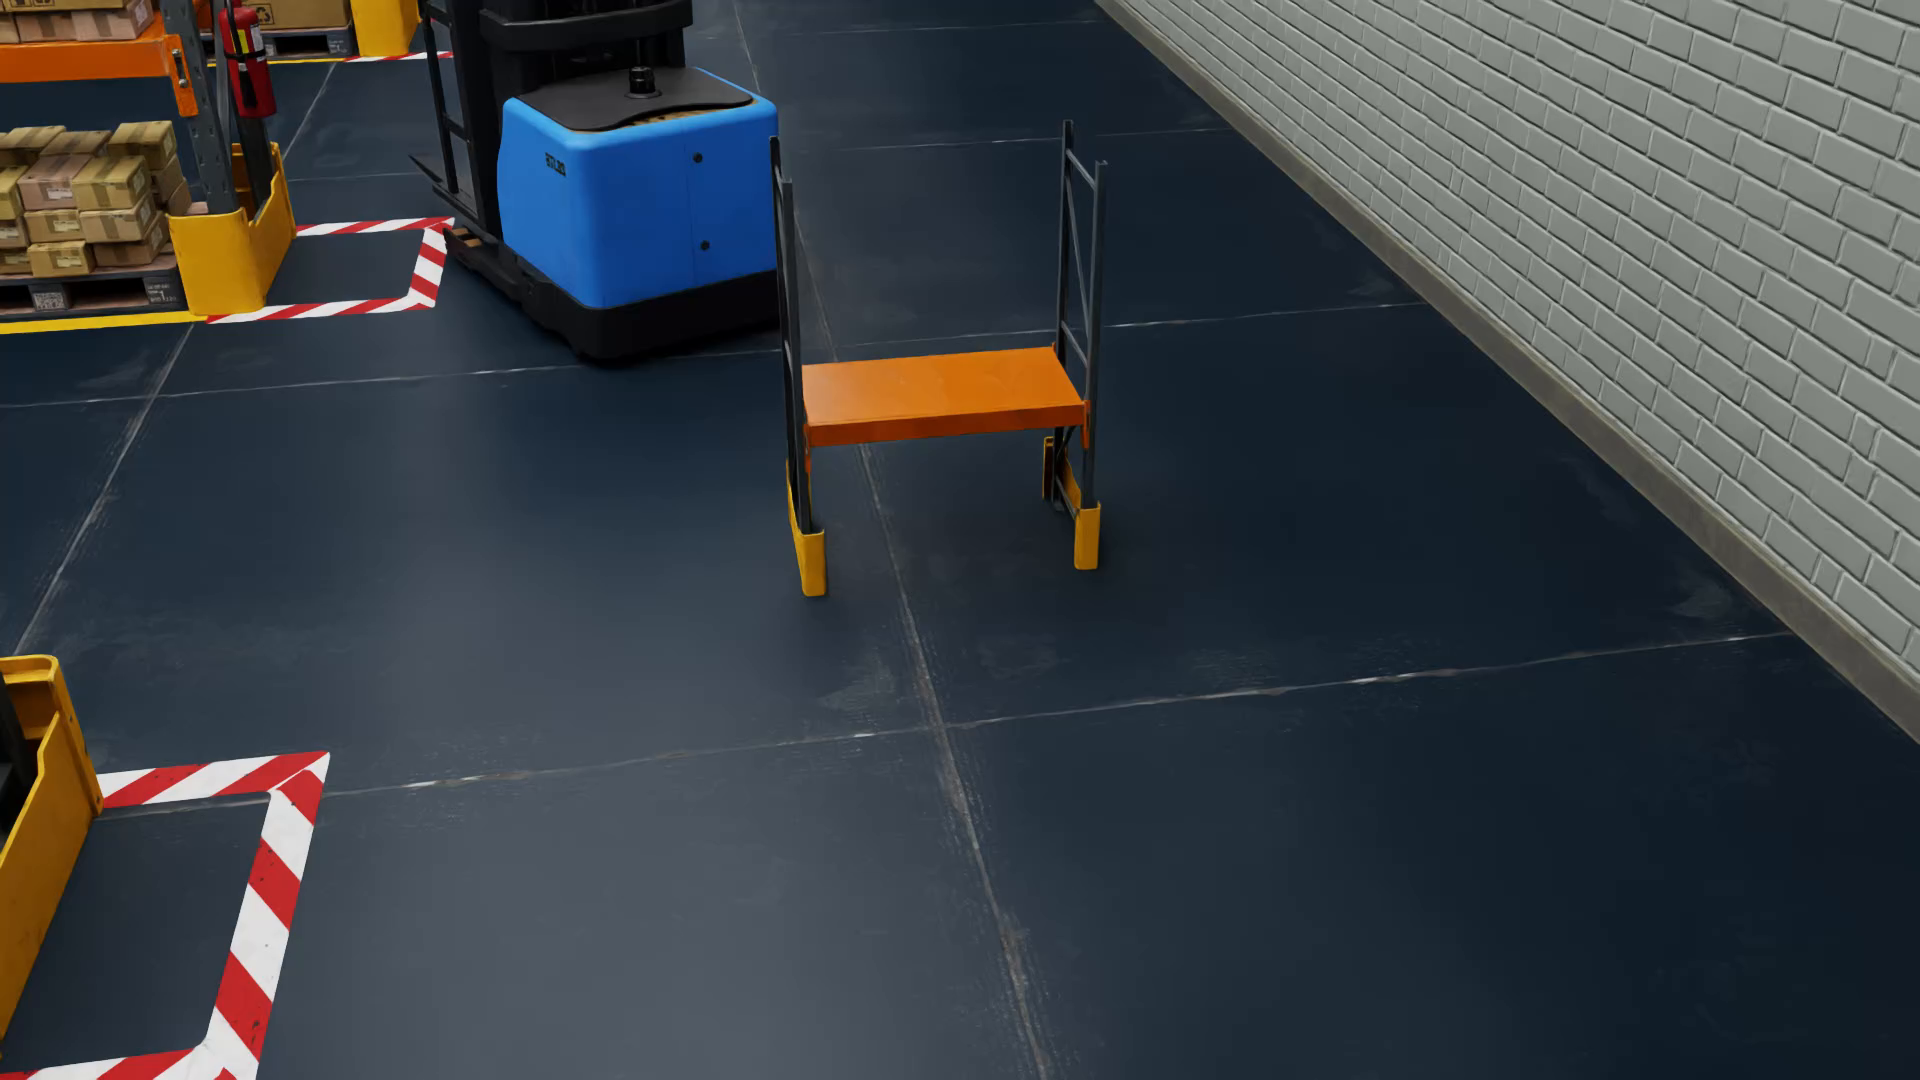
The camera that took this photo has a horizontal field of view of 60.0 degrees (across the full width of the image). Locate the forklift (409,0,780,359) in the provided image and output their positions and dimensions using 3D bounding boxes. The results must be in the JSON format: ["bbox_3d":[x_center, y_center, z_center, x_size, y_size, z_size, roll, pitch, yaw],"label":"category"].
[{"bbox_3d":[-2.057,-2.780,8.086,1.130,2.935,3.031,-19,36,-29],"label":"forklift"}]

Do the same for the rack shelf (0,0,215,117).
[{"bbox_3d":[-5.590,-2.200,7.742,4.000,0.370,1.077,-5,31,-9],"label":"rack shelf"}]

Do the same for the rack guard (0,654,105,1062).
[{"bbox_3d":[-2.608,0.842,4.326,0.348,0.500,1.175,-5,31,-9],"label":"rack guard"}]

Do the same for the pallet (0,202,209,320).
[{"bbox_3d":[-4.503,-1.427,8.469,1.213,0.211,1.003,-5,31,-9],"label":"pallet"}]

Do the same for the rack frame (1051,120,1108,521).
[{"bbox_3d":[0.416,-0.685,5.936,0.032,1.500,0.500,-5,31,-9],"label":"rack frame"}]

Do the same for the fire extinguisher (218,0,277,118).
[{"bbox_3d":[-3.292,-2.291,7.632,0.183,0.674,0.296,-5,31,-9],"label":"fire extinguisher"}]

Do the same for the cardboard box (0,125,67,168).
[{"bbox_3d":[-4.720,-1.978,8.467,0.250,0.149,0.380,-5,31,-9],"label":"cardboard box"}]

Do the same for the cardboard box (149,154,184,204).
[{"bbox_3d":[-4.185,-1.853,8.547,0.250,0.149,0.380,-4,31,-7],"label":"cardboard box"}]

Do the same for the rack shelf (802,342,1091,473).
[{"bbox_3d":[-0.084,-0.484,5.948,1.000,0.185,0.538,-5,31,-9],"label":"rack shelf"}]

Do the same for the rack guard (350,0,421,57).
[{"bbox_3d":[-4.393,-4.099,12.728,0.348,0.500,1.175,-5,31,-9],"label":"rack guard"}]

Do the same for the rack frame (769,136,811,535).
[{"bbox_3d":[-0.584,-0.592,5.778,0.032,1.500,0.500,-5,31,-9],"label":"rack frame"}]

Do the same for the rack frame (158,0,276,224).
[{"bbox_3d":[-3.623,-2.693,7.870,0.127,3.000,1.000,-5,31,-9],"label":"rack frame"}]

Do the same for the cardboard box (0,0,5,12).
[{"bbox_3d":[-4.526,-2.650,7.405,0.500,0.500,0.500,-6,31,-10],"label":"cardboard box"}]

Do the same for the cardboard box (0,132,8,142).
[{"bbox_3d":[-4.949,-1.914,8.358,0.250,0.149,0.380,-7,31,-11],"label":"cardboard box"}]

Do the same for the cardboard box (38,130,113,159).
[{"bbox_3d":[-4.449,-1.937,8.397,0.250,0.149,0.380,-5,31,-8],"label":"cardboard box"}]

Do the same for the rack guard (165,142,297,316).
[{"bbox_3d":[-3.698,-1.608,8.492,0.348,0.500,1.175,-5,31,-9],"label":"rack guard"}]

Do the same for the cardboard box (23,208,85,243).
[{"bbox_3d":[-4.358,-1.585,8.092,0.250,0.149,0.380,-6,31,-10],"label":"cardboard box"}]

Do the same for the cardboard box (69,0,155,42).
[{"bbox_3d":[-3.893,-2.414,7.643,0.250,0.149,0.380,-5,31,-9],"label":"cardboard box"}]

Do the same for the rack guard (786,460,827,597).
[{"bbox_3d":[-0.565,-0.055,6.097,0.087,0.250,0.587,-5,31,-9],"label":"rack guard"}]

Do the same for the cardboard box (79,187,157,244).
[{"bbox_3d":[-4.091,-1.582,8.087,0.250,0.149,0.380,-6,31,-10],"label":"cardboard box"}]

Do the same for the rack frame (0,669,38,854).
[{"bbox_3d":[-2.632,-0.234,3.688,0.127,3.000,1.000,-5,31,-9],"label":"rack frame"}]

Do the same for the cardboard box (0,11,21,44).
[{"bbox_3d":[-4.388,-2.379,7.585,0.250,0.149,0.380,-6,31,-9],"label":"cardboard box"}]

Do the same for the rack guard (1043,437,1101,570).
[{"bbox_3d":[0.415,-0.146,6.252,0.087,0.250,0.587,-5,31,-9],"label":"rack guard"}]

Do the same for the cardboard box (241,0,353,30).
[{"bbox_3d":[-5.032,-4.342,12.356,0.875,0.875,0.875,-5,31,-9],"label":"cardboard box"}]

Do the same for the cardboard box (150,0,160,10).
[{"bbox_3d":[-4.001,-2.718,8.161,0.250,0.149,0.380,-6,31,-9],"label":"cardboard box"}]

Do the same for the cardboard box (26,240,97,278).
[{"bbox_3d":[-4.338,-1.419,8.102,0.250,0.149,0.380,-4,31,-7],"label":"cardboard box"}]

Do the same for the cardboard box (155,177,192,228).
[{"bbox_3d":[-4.196,-1.756,8.676,0.250,0.149,0.380,-5,31,-8],"label":"cardboard box"}]

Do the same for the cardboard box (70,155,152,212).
[{"bbox_3d":[-4.098,-1.726,8.038,0.250,0.149,0.380,-5,31,-8],"label":"cardboard box"}]

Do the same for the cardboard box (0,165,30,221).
[{"bbox_3d":[-4.587,-1.645,7.900,0.250,0.149,0.380,-6,31,-10],"label":"cardboard box"}]

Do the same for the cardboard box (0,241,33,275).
[{"bbox_3d":[-4.613,-1.437,8.134,0.250,0.149,0.380,-5,31,-9],"label":"cardboard box"}]

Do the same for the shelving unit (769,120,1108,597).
[{"bbox_3d":[-0.075,-0.640,5.858,1.083,1.500,0.587,-5,31,-9],"label":"shelving unit"}]

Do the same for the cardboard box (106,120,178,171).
[{"bbox_3d":[-4.200,-2.023,8.542,0.250,0.149,0.380,-7,31,-11],"label":"cardboard box"}]

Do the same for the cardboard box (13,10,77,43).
[{"bbox_3d":[-4.144,-2.410,7.636,0.250,0.149,0.380,-5,31,-9],"label":"cardboard box"}]

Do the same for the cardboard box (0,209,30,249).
[{"bbox_3d":[-4.602,-1.534,8.004,0.250,0.149,0.380,-7,31,-11],"label":"cardboard box"}]

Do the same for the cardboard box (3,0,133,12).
[{"bbox_3d":[-4.019,-2.695,7.481,0.500,0.500,0.500,-5,31,-8],"label":"cardboard box"}]

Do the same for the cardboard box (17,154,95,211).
[{"bbox_3d":[-4.356,-1.732,8.048,0.250,0.149,0.380,-5,31,-8],"label":"cardboard box"}]

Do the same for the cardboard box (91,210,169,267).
[{"bbox_3d":[-4.103,-1.493,8.227,0.250,0.149,0.380,-5,31,-8],"label":"cardboard box"}]

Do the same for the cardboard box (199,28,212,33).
[{"bbox_3d":[-5.927,-4.258,12.215,0.875,0.875,0.875,-5,31,-9],"label":"cardboard box"}]

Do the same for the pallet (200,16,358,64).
[{"bbox_3d":[-5.189,-3.861,12.607,1.213,0.211,1.003,-5,31,-9],"label":"pallet"}]
